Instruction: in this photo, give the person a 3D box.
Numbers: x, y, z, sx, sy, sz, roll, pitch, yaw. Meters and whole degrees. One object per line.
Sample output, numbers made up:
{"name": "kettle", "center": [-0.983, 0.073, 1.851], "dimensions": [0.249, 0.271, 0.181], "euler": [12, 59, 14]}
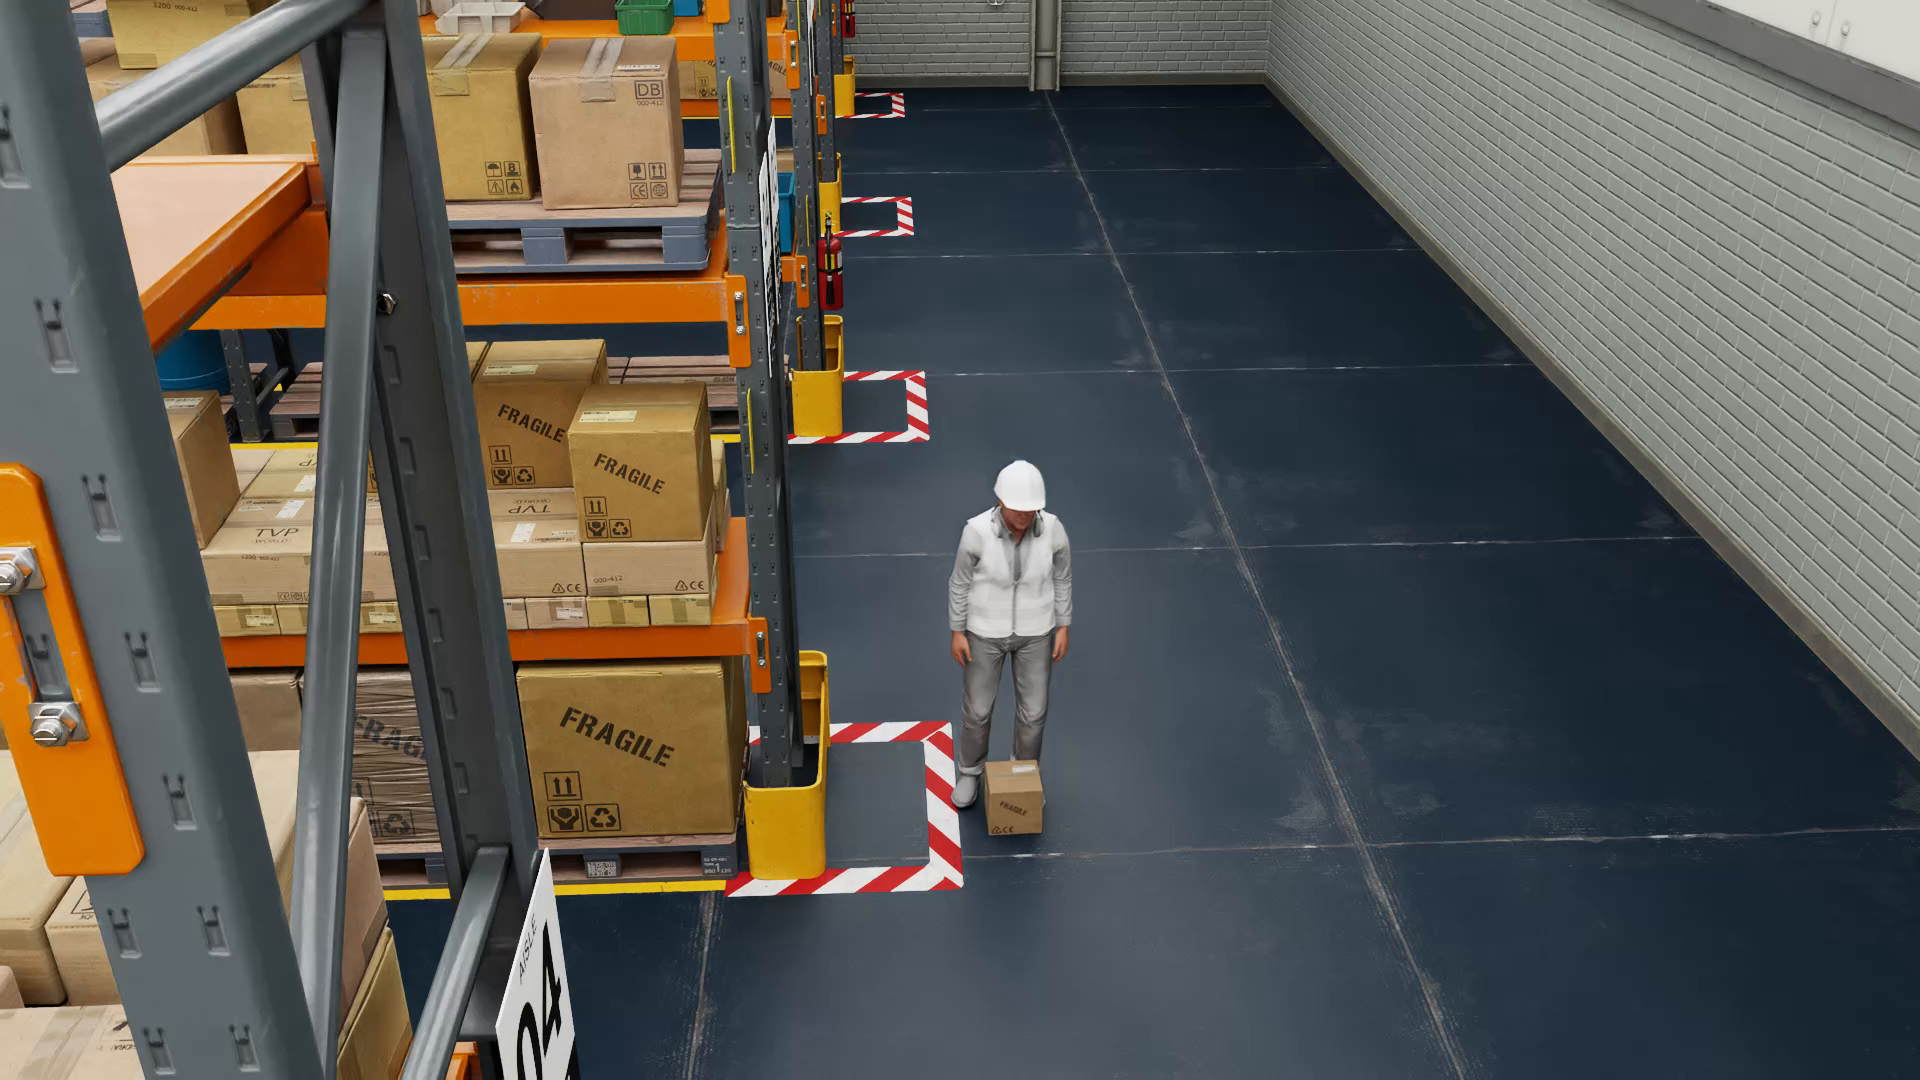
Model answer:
{"name": "person", "center": [0.236, 0.429, 7.766], "dimensions": [0.586, 1.767, 0.476], "euler": [-3, 28, -6]}
